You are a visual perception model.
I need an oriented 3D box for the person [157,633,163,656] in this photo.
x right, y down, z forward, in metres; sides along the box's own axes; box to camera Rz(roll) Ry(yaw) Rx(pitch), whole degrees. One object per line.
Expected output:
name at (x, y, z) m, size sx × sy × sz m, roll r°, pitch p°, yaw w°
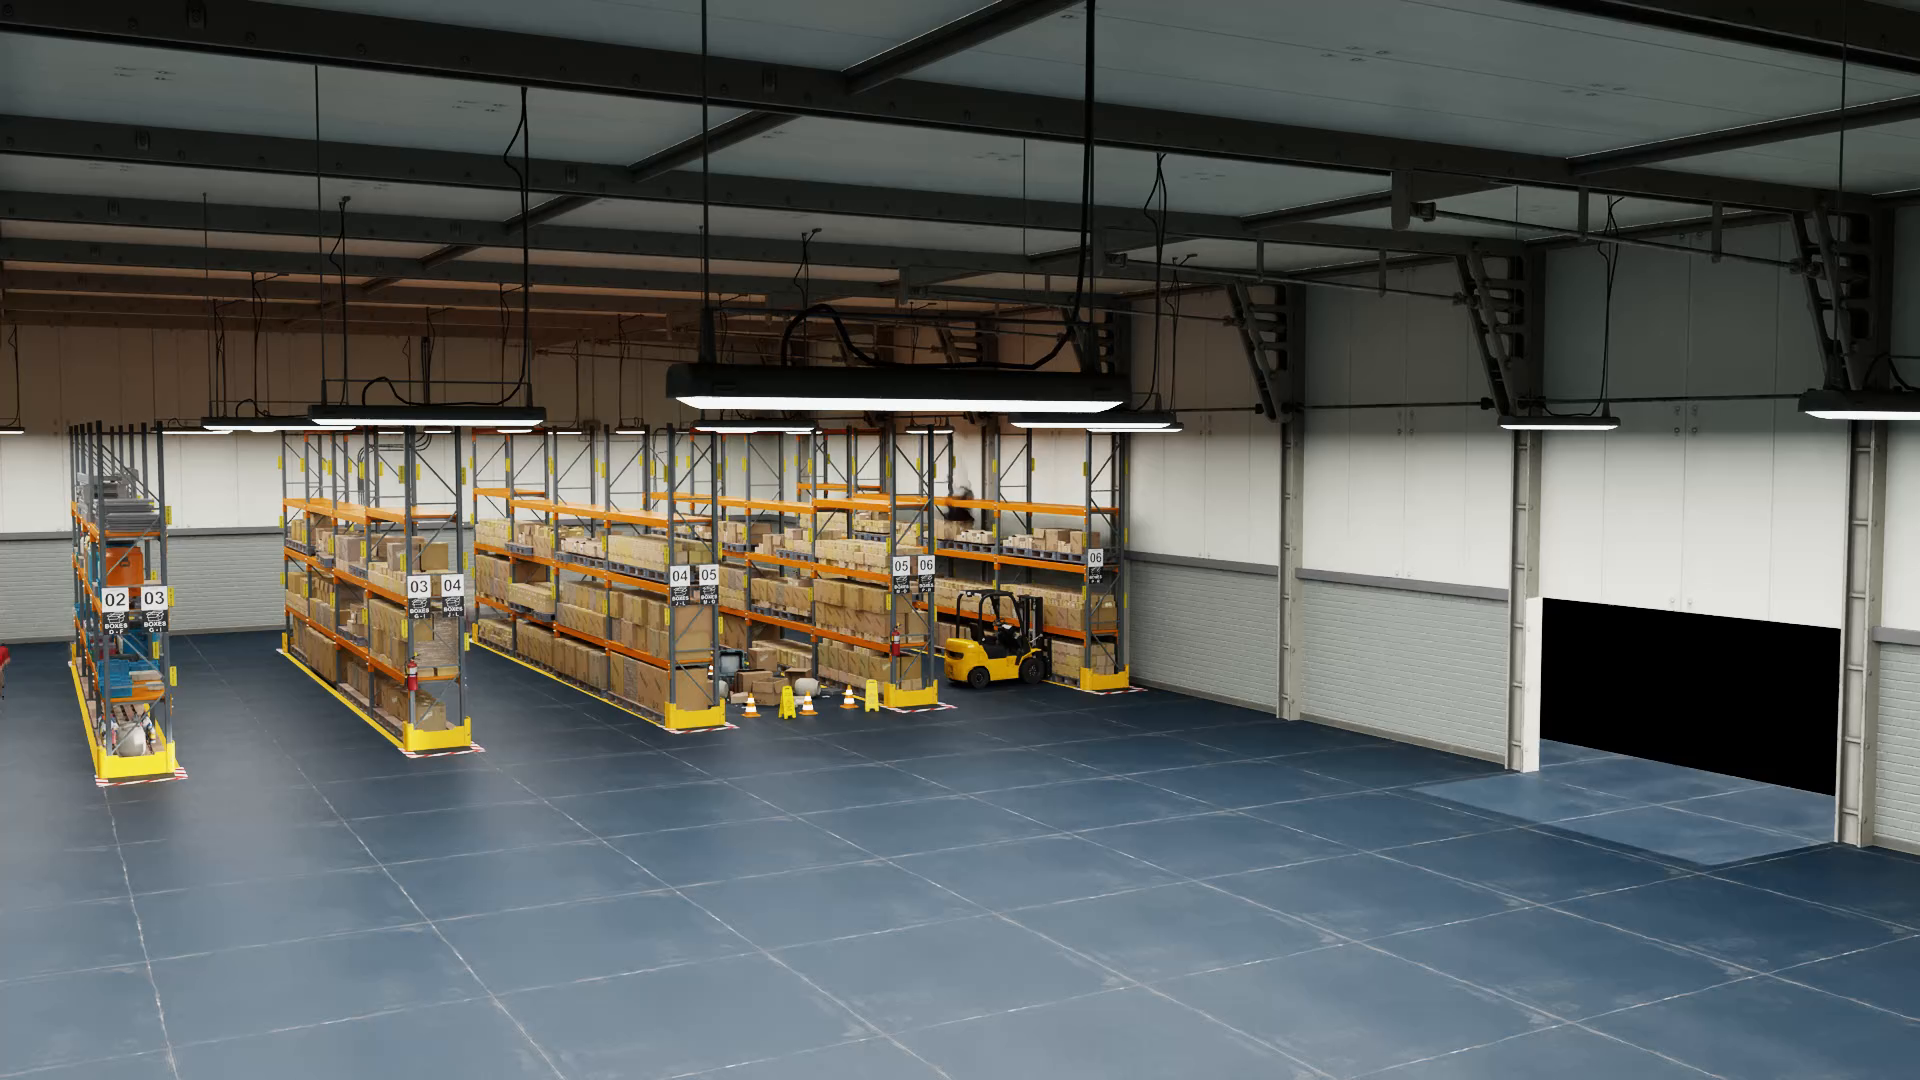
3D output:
person at (-20.950, 2.257, 43.356) m, size 0.541 × 1.596 × 0.567 m, roll 0°, pitch 4°, yaw -2°

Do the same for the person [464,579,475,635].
person at (-14.220, 1.933, 47.886) m, size 0.589 × 1.636 × 0.548 m, roll 2°, pitch 4°, yaw 33°

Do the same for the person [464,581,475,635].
person at (-14.035, 1.962, 47.788) m, size 0.531 × 1.596 × 0.679 m, roll -2°, pitch 4°, yaw -33°

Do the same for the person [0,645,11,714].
person at (-19.719, 2.777, 33.937) m, size 0.633 × 1.732 × 0.789 m, roll -3°, pitch 5°, yaw -42°
